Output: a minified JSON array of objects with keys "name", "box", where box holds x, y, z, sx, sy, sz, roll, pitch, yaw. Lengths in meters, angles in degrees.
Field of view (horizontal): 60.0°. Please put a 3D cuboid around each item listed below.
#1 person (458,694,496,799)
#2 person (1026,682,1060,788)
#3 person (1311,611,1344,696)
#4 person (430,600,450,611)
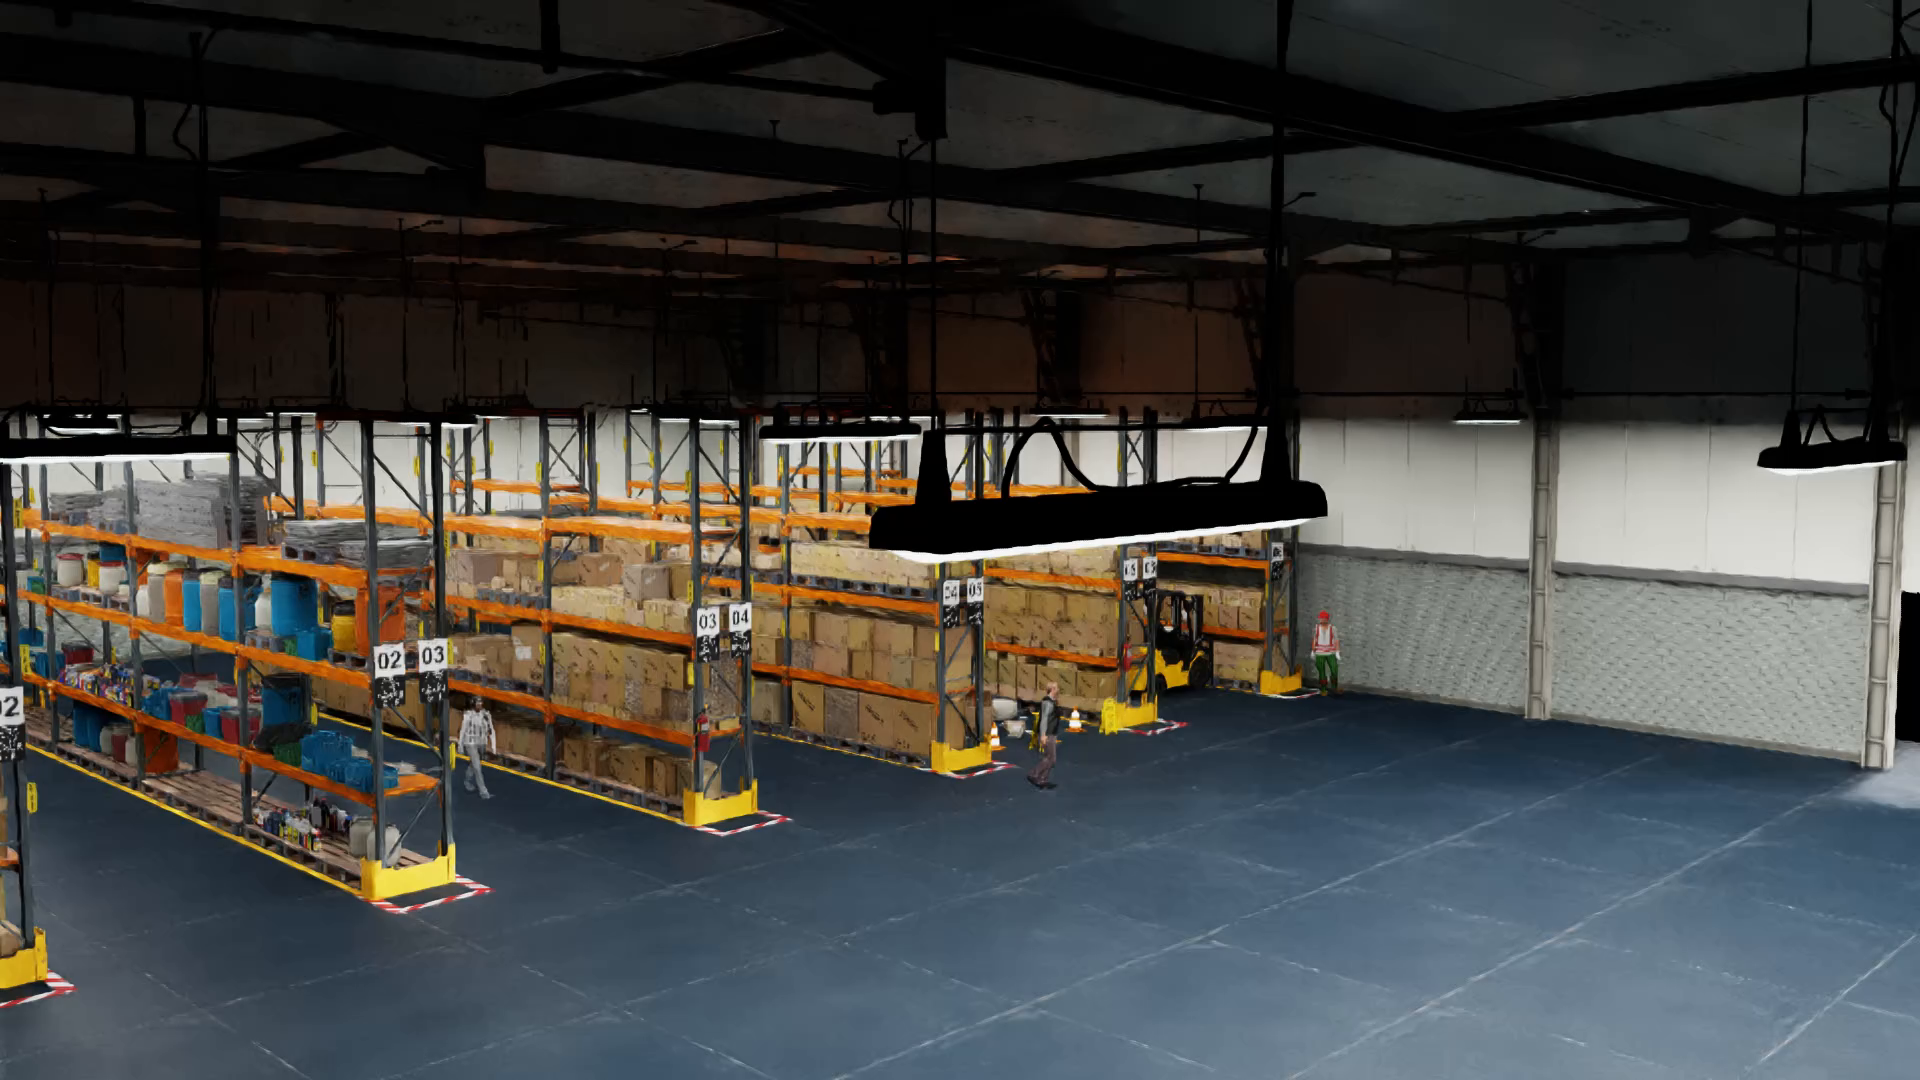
[{"name":"person","box":[-7.564,3.200,26.128,0.988,1.621,0.502,5,7,43]},{"name":"person","box":[1.335,3.122,26.633,0.519,1.715,0.591,1,5,8]},{"name":"person","box":[7.673,2.360,34.703,0.697,1.780,0.463,1,5,15]},{"name":"person","box":[-12.761,1.883,40.942,0.516,1.663,0.515,-1,5,-9]}]
